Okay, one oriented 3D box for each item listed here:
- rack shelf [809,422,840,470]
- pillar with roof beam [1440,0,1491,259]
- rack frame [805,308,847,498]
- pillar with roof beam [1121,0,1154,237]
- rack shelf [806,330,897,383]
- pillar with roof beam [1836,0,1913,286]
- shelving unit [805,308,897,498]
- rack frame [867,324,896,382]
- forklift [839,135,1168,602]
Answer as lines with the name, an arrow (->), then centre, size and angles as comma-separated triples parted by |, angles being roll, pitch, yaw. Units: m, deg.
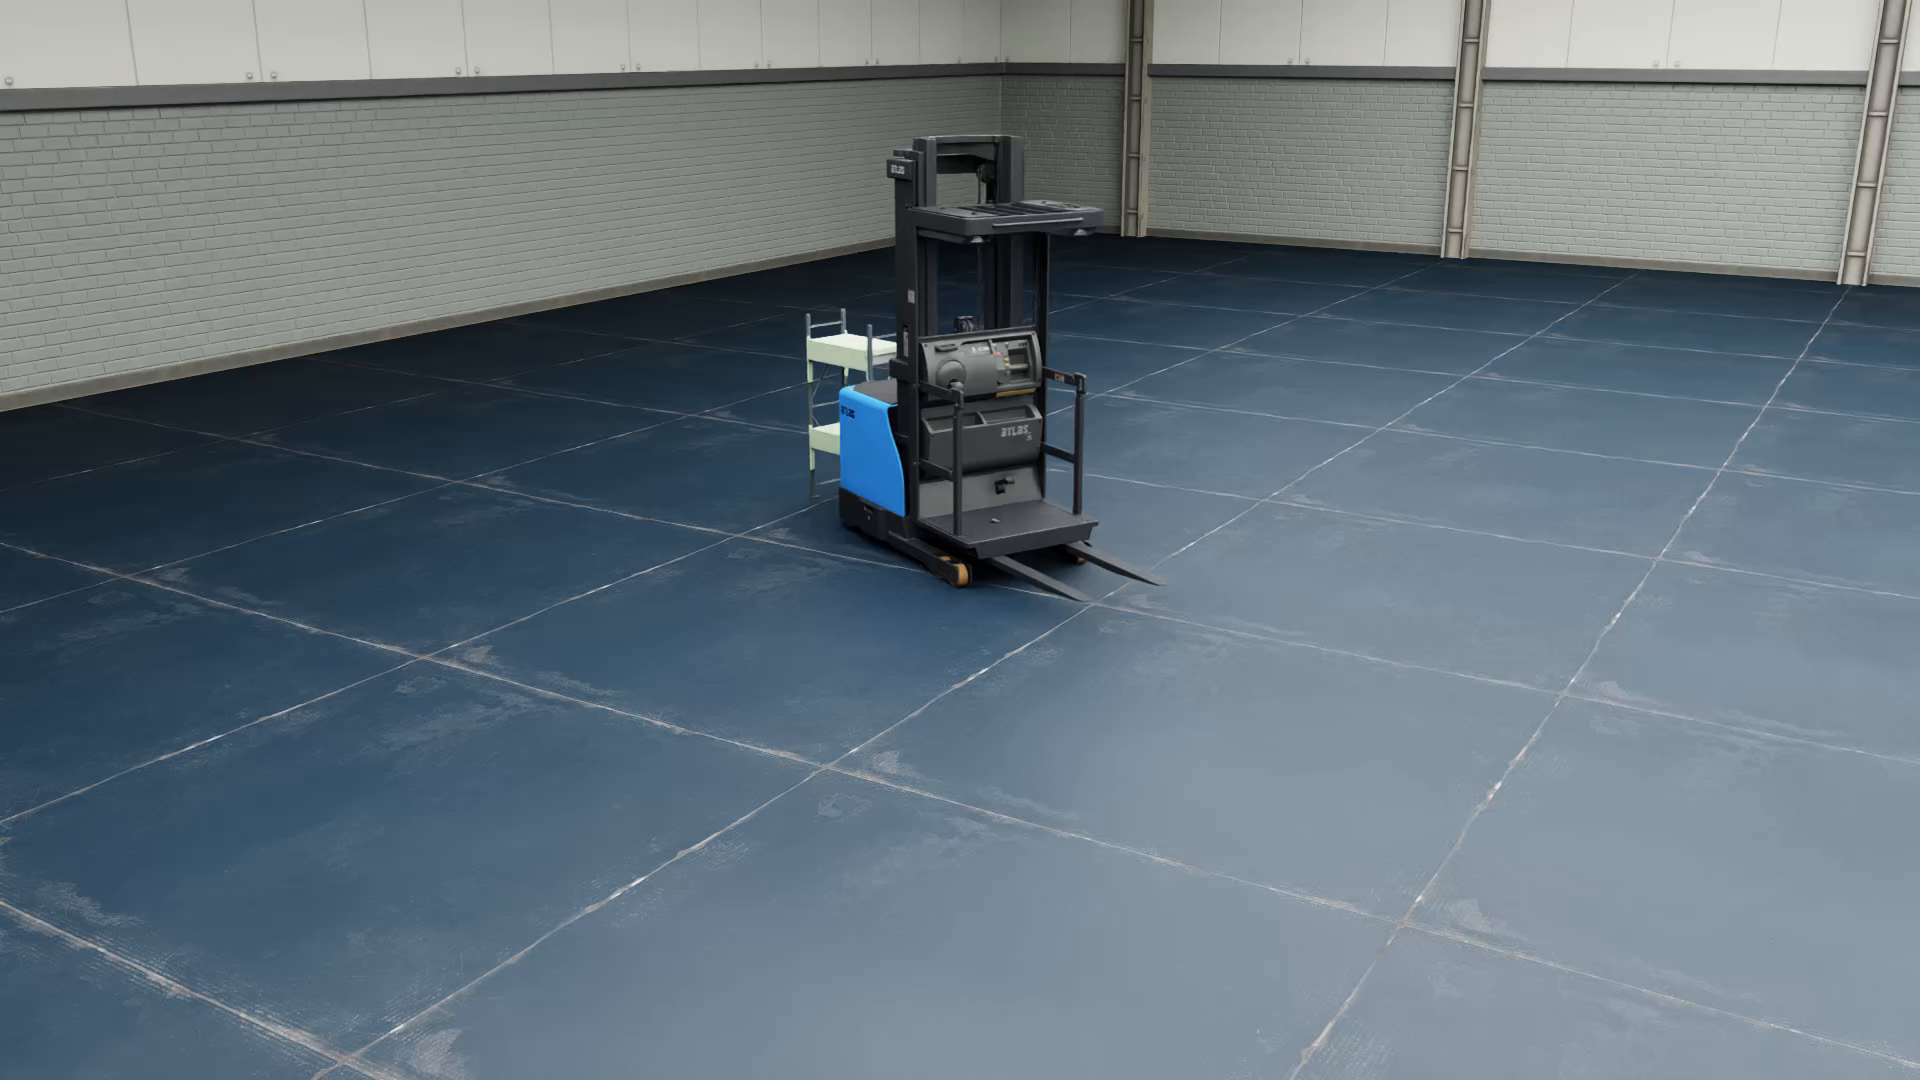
rack shelf -> -0.811, -0.711, 13.262 | 0.431, 0.370, 0.720 | -16, 23, -42
pillar with roof beam -> 6.111, -8.022, 23.308 | 0.400, 9.000, 9.100 | 10, 20, 30
rack frame -> -1.068, -1.098, 13.417 | 0.400, 1.500, 0.023 | -16, 23, -42
pillar with roof beam -> 0.998, -8.935, 26.313 | 0.400, 9.000, 9.100 | 10, 20, 30
rack shelf -> -0.811, -1.396, 13.054 | 0.431, 0.370, 0.720 | -16, 23, -42
pillar with roof beam -> 11.224, -7.110, 20.304 | 0.400, 9.000, 9.100 | 10, 20, 30
shelving unit -> -0.811, -1.023, 13.168 | 0.431, 1.500, 0.755 | -16, 23, -42
rack frame -> -0.554, -0.947, 12.918 | 0.400, 1.500, 0.023 | -16, 23, -42
forklift -> 0.268, -1.233, 11.399 | 1.130, 2.935, 3.031 | -10, 20, -30
